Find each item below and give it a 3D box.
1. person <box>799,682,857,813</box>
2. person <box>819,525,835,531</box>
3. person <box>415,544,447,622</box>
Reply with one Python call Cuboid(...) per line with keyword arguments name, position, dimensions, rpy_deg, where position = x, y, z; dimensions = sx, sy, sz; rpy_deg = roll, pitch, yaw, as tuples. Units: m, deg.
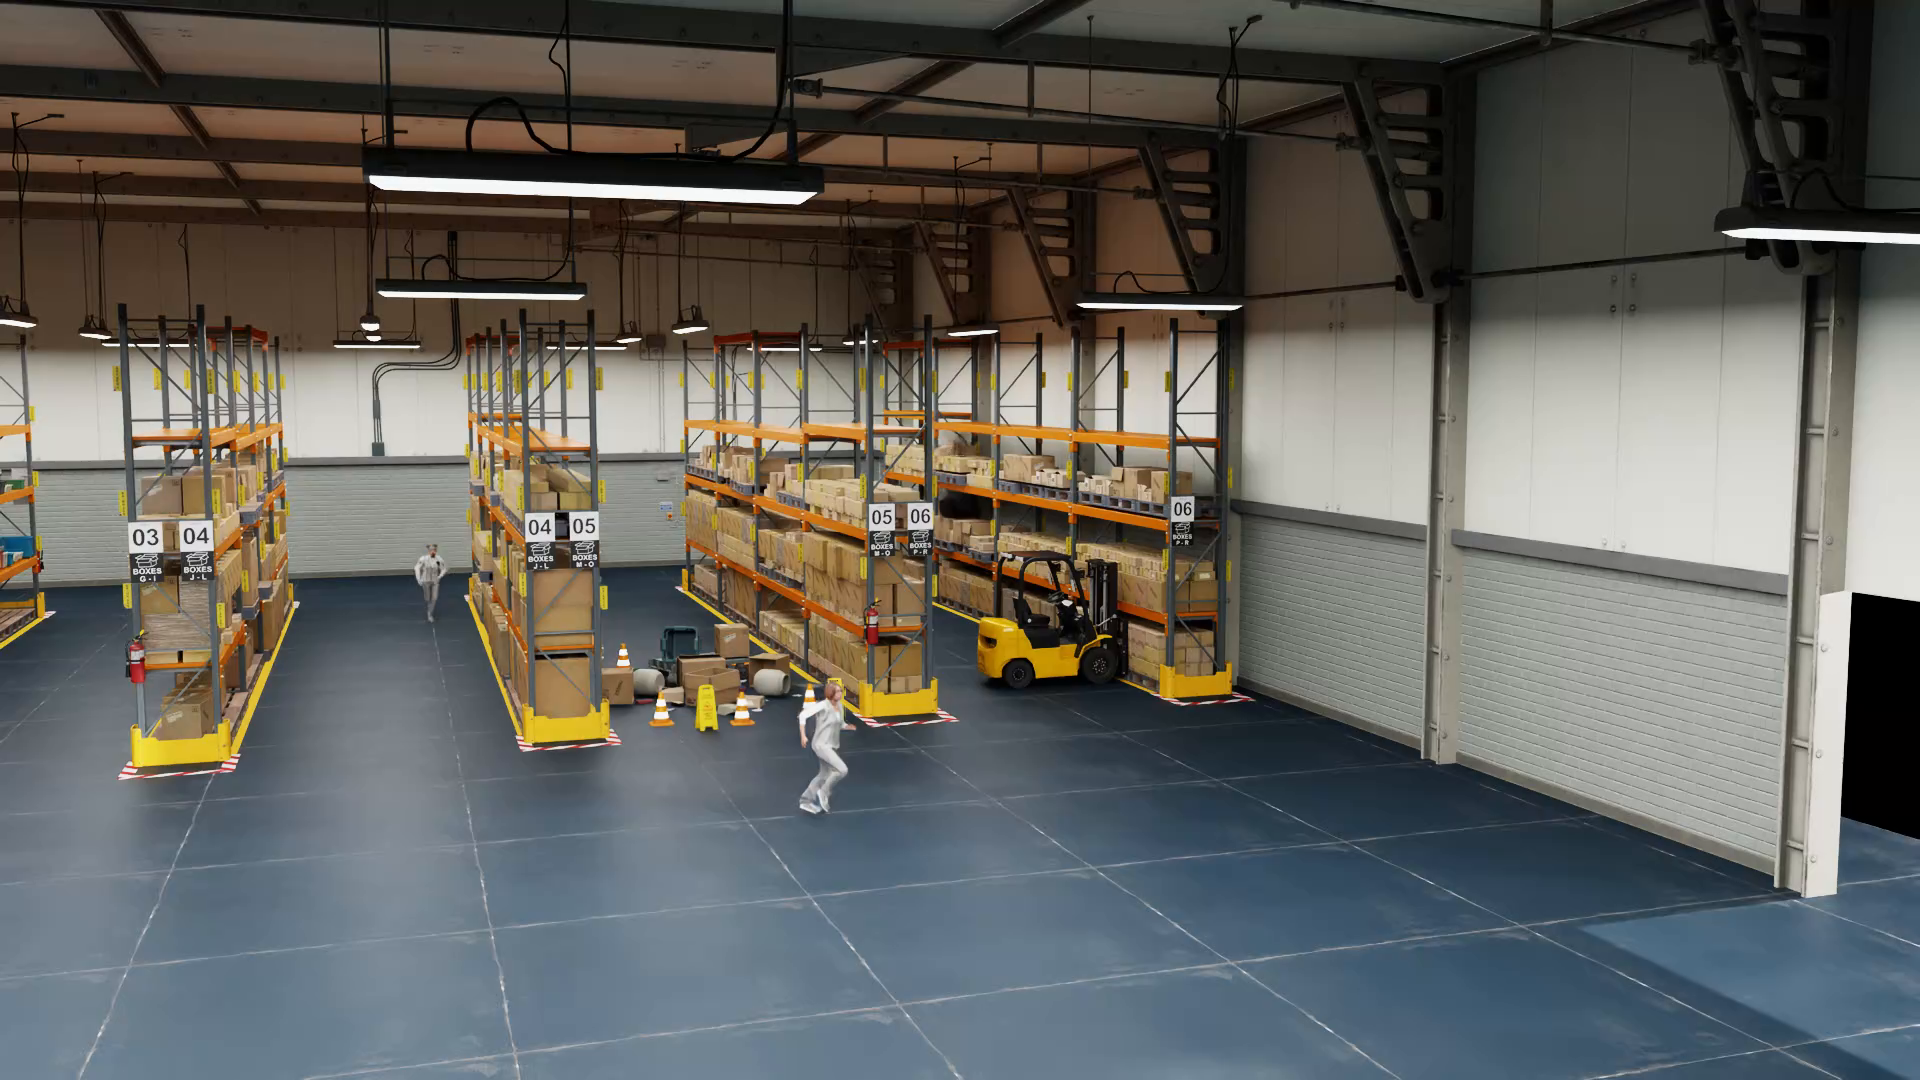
Cuboid(name="person", position=(-1.523, 2.402, 19.120), dimensions=(0.724, 1.543, 0.565), rpy_deg=(3, 6, 27))
Cuboid(name="person", position=(-2.995, 0.254, 38.162), dimensions=(0.738, 1.732, 0.702), rpy_deg=(-3, 6, -26))
Cuboid(name="person", position=(-11.156, 0.884, 35.085), dimensions=(0.645, 1.653, 0.669), rpy_deg=(-2, 6, -19))
